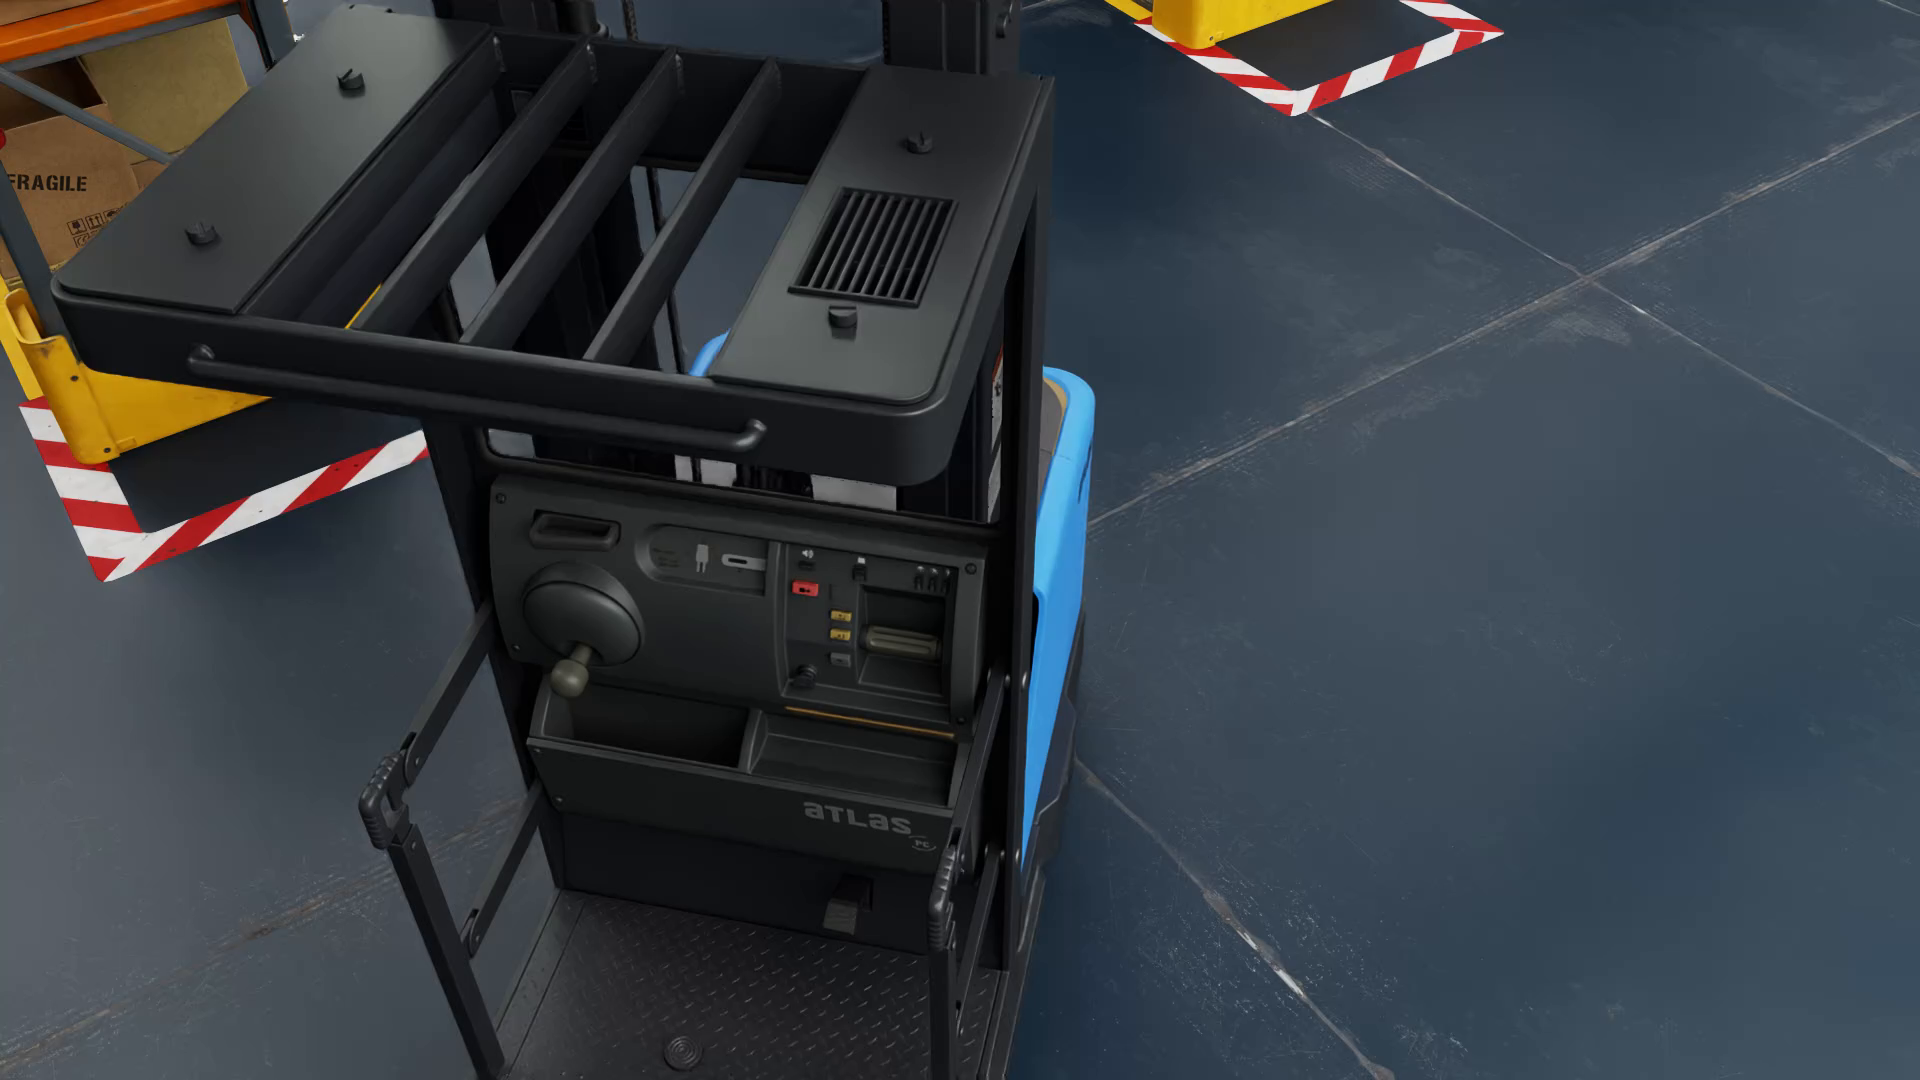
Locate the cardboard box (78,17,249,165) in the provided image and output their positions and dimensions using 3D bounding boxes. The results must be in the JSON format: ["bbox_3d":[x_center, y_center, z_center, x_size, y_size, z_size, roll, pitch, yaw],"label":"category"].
[{"bbox_3d":[-2.947,-1.760,6.066,0.500,0.500,0.500,-26,49,-24],"label":"cardboard box"}]

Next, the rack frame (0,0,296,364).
[{"bbox_3d":[-2.535,-1.658,4.814,1.000,3.000,0.127,-26,49,-24],"label":"rack frame"}]

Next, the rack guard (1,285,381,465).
[{"bbox_3d":[-2.521,-0.740,5.663,1.175,0.500,0.348,-26,49,-24],"label":"rack guard"}]

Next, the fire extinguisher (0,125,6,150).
[{"bbox_3d":[-2.848,-1.379,4.578,0.296,0.674,0.183,-26,49,-24],"label":"fire extinguisher"}]

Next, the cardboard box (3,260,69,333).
[{"bbox_3d":[-3.084,-1.002,5.814,0.500,0.250,0.500,-26,49,-24],"label":"cardboard box"}]

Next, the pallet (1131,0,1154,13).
[{"bbox_3d":[0.988,-3.090,8.334,1.003,0.211,1.213,-26,49,-24],"label":"pallet"}]

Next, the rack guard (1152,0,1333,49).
[{"bbox_3d":[1.448,-2.732,7.750,1.175,0.500,0.348,-26,49,-24],"label":"rack guard"}]

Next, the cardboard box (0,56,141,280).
[{"bbox_3d":[-3.086,-1.272,5.555,0.500,0.500,0.500,-26,49,-24],"label":"cardboard box"}]

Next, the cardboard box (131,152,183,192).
[{"bbox_3d":[-2.659,-1.207,6.029,0.500,0.250,0.500,-26,49,-24],"label":"cardboard box"}]

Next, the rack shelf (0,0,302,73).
[{"bbox_3d":[-3.679,-2.530,6.249,1.077,0.370,4.000,-26,49,-24],"label":"rack shelf"}]

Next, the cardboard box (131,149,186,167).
[{"bbox_3d":[-2.948,-1.488,6.324,0.500,0.250,0.500,-26,49,-24],"label":"cardboard box"}]

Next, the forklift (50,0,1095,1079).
[{"bbox_3d":[-0.459,0.223,2.894,1.130,2.935,3.031,8,44,9],"label":"forklift"}]
